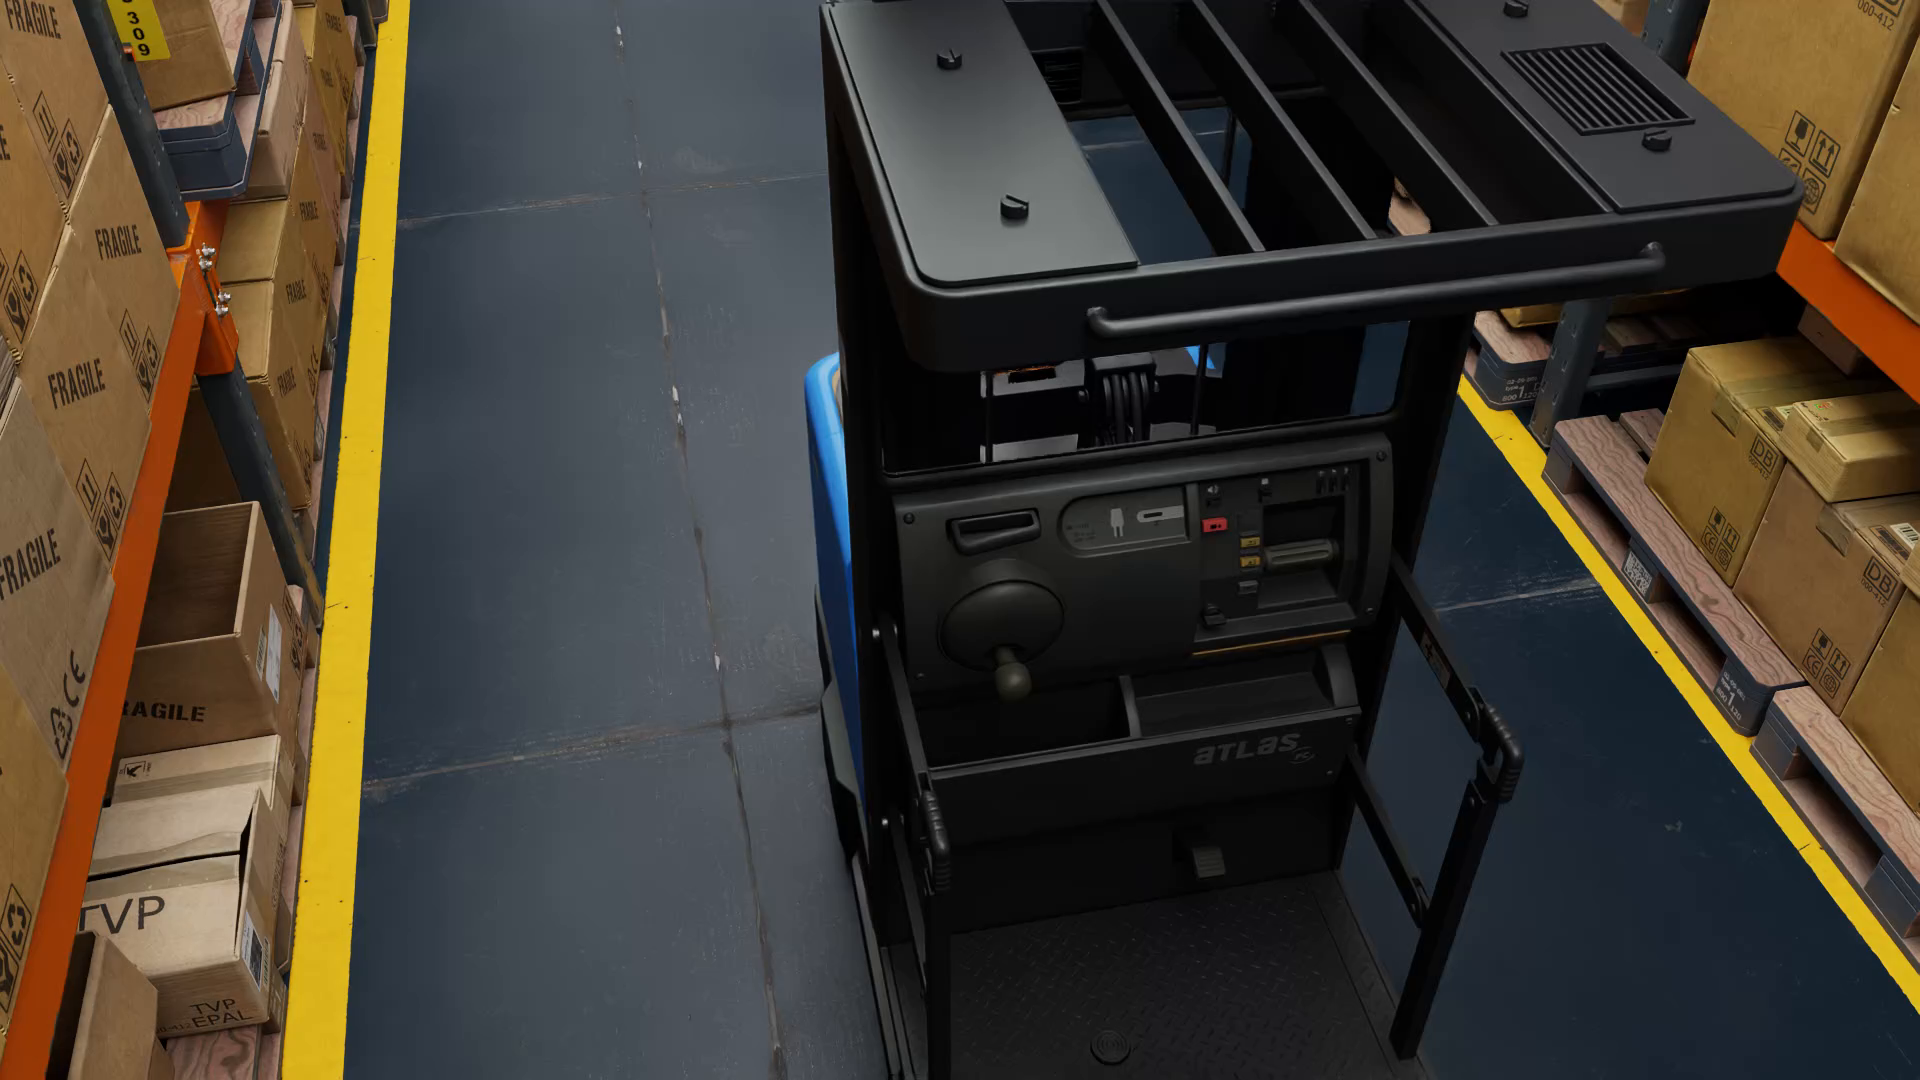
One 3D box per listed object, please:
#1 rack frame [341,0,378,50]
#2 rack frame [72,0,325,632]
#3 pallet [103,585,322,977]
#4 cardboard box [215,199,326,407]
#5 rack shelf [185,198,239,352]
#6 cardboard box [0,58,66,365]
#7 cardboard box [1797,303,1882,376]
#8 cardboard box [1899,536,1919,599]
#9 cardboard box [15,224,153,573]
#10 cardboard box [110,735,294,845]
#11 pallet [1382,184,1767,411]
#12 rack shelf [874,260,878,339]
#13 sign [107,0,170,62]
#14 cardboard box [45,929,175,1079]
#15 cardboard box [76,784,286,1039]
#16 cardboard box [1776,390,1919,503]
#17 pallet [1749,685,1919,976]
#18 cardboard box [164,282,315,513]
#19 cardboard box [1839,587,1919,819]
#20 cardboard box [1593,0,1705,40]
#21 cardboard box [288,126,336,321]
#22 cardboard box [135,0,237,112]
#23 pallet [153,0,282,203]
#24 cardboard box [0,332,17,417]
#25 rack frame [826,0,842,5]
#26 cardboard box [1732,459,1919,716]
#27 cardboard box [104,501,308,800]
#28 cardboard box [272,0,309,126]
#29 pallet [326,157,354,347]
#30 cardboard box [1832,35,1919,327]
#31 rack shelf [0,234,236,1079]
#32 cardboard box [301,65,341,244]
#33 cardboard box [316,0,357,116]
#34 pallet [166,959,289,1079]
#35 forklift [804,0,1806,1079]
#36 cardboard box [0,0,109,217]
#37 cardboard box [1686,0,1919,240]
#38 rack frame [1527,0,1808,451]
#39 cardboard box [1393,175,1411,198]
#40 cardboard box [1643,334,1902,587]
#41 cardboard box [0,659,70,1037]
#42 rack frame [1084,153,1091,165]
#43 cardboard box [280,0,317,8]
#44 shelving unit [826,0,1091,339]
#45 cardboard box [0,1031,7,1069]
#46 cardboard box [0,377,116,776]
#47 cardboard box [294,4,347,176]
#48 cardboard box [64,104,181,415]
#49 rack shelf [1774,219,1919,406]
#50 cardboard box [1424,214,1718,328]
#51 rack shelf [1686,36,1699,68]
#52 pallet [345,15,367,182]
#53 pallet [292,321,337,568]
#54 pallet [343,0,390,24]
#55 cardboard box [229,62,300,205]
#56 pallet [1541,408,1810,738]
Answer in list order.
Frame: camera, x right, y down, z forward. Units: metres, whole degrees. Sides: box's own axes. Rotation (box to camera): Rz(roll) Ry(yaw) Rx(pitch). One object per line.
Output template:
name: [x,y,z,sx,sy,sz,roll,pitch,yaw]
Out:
rack frame: [-3.262,-3.414,6.836,1.000,3.000,0.127,-8,42,-9]
rack frame: [-2.398,-0.821,3.915,1.000,3.000,0.127,-8,42,-9]
pallet: [-2.251,0.667,4.340,1.003,0.211,1.213,-8,42,-9]
cardboard box: [-2.391,-0.743,5.379,0.500,0.500,0.500,-8,42,-9]
rack shelf: [-2.830,-1.848,5.615,1.077,0.370,4.000,-8,42,-9]
cardboard box: [-1.923,-0.610,2.849,0.500,0.500,0.500,-9,42,-10]
cardboard box: [2.662,-0.621,4.768,0.380,0.149,0.250,-9,42,-10]
cardboard box: [2.508,0.088,3.970,0.380,0.149,0.250,-9,42,-11]
cardboard box: [-1.927,-0.237,3.182,0.500,0.500,0.500,-7,42,-8]
cardboard box: [-1.859,0.644,4.081,0.380,0.149,0.250,-8,42,-9]
pallet: [2.198,-0.980,6.195,1.003,0.211,1.213,-8,42,-9]
rack shelf: [-0.032,-0.537,4.996,0.538,0.185,1.000,-8,42,-9]
sign: [-1.870,-1.228,3.721,0.100,0.325,0.005,-8,42,-9]
cardboard box: [-1.988,1.165,3.227,0.797,0.503,0.637,-8,42,-9]
cardboard box: [-1.836,0.835,3.744,0.500,0.311,0.500,-8,42,-9]
cardboard box: [2.395,-0.250,4.351,0.380,0.149,0.250,-7,42,-8]
pallet: [2.792,0.806,4.183,1.003,0.211,1.213,-8,42,-9]
cardboard box: [-2.265,-0.399,4.992,0.500,0.500,0.500,-10,43,-11]
cardboard box: [2.713,0.403,4.103,0.700,0.500,0.500,-7,42,-8]
cardboard box: [2.089,-1.625,4.996,0.380,0.149,0.250,-8,42,-9]
cardboard box: [-2.491,-1.068,5.746,0.500,0.500,0.500,-8,42,-9]
cardboard box: [-2.282,-1.355,4.125,0.700,0.500,0.500,-23,46,-23]
pallet: [-2.464,-1.283,4.580,1.003,0.211,1.213,-8,42,-9]
cardboard box: [-1.814,-0.283,2.481,0.500,0.500,0.500,-8,42,-9]
rack frame: [-0.133,-1.002,5.249,0.500,1.500,0.032,-8,42,-9]
cardboard box: [2.604,0.070,4.478,0.700,0.500,0.500,-9,42,-10]
cardboard box: [-1.998,0.278,4.229,0.500,0.500,0.500,-8,42,-9]
cardboard box: [-2.589,-1.653,5.839,0.500,0.250,0.500,-9,42,-10]
pallet: [-2.877,-1.092,6.322,1.003,0.211,1.213,-8,42,-9]
cardboard box: [2.691,-0.818,3.685,0.980,0.700,0.700,-9,42,-10]
rack shelf: [-1.966,0.744,2.694,1.077,0.370,4.000,-8,42,-9]
cardboard box: [-2.600,-1.396,6.115,0.500,0.500,0.500,-10,43,-11]
cardboard box: [-2.830,-2.071,6.875,0.500,0.500,0.500,-7,42,-8]
pallet: [-1.984,1.460,3.447,1.003,0.211,1.213,-8,42,-9]
forklift: [0.391,0.136,2.889,1.130,2.935,3.031,-8,42,-9]
cardboard box: [-2.036,-0.942,3.223,0.500,0.500,0.500,-8,42,-9]
cardboard box: [2.539,-1.291,4.219,0.980,0.700,0.700,-8,42,-9]
rack frame: [2.438,-1.533,4.718,1.000,3.000,0.127,-8,42,-9]
cardboard box: [1.976,-1.865,6.394,0.750,0.750,0.750,-7,42,-8]
cardboard box: [2.499,-0.256,4.846,0.700,0.500,0.500,-8,42,-9]
cardboard box: [-1.701,0.425,2.436,0.500,0.500,0.500,-8,42,-9]
rack frame: [0.069,-0.340,4.504,0.500,1.500,0.032,-8,42,-9]
cardboard box: [-2.814,-2.316,6.586,0.500,0.250,0.500,-7,42,-8]
shelving unit: [-0.030,-0.665,4.870,0.587,1.500,1.083,-8,42,-9]
cardboard box: [-1.595,0.750,2.071,0.500,0.500,0.500,-8,42,-9]
cardboard box: [-1.814,0.095,2.808,0.500,0.500,0.500,-7,42,-8]
cardboard box: [-2.719,-1.735,6.497,0.500,0.500,0.500,-10,43,-11]
cardboard box: [-2.040,-0.571,3.559,0.500,0.500,0.500,-8,42,-9]
rack shelf: [2.870,0.032,3.496,1.077,0.370,4.000,-8,42,-9]
cardboard box: [2.171,-1.289,5.746,0.750,0.750,0.750,-8,42,-9]
rack shelf: [2.006,-2.561,6.417,1.077,0.370,4.000,-8,42,-9]
pallet: [-3.137,-1.882,7.211,1.003,0.211,1.213,-8,42,-9]
pallet: [-2.611,-0.300,5.429,1.003,0.211,1.213,-8,42,-9]
pallet: [-3.401,-2.910,8.369,1.003,0.211,1.213,-8,42,-9]
cardboard box: [-2.480,-1.328,5.473,0.500,0.250,0.500,-8,42,-9]
pallet: [2.526,0.014,5.076,1.003,0.211,1.213,-8,42,-9]
